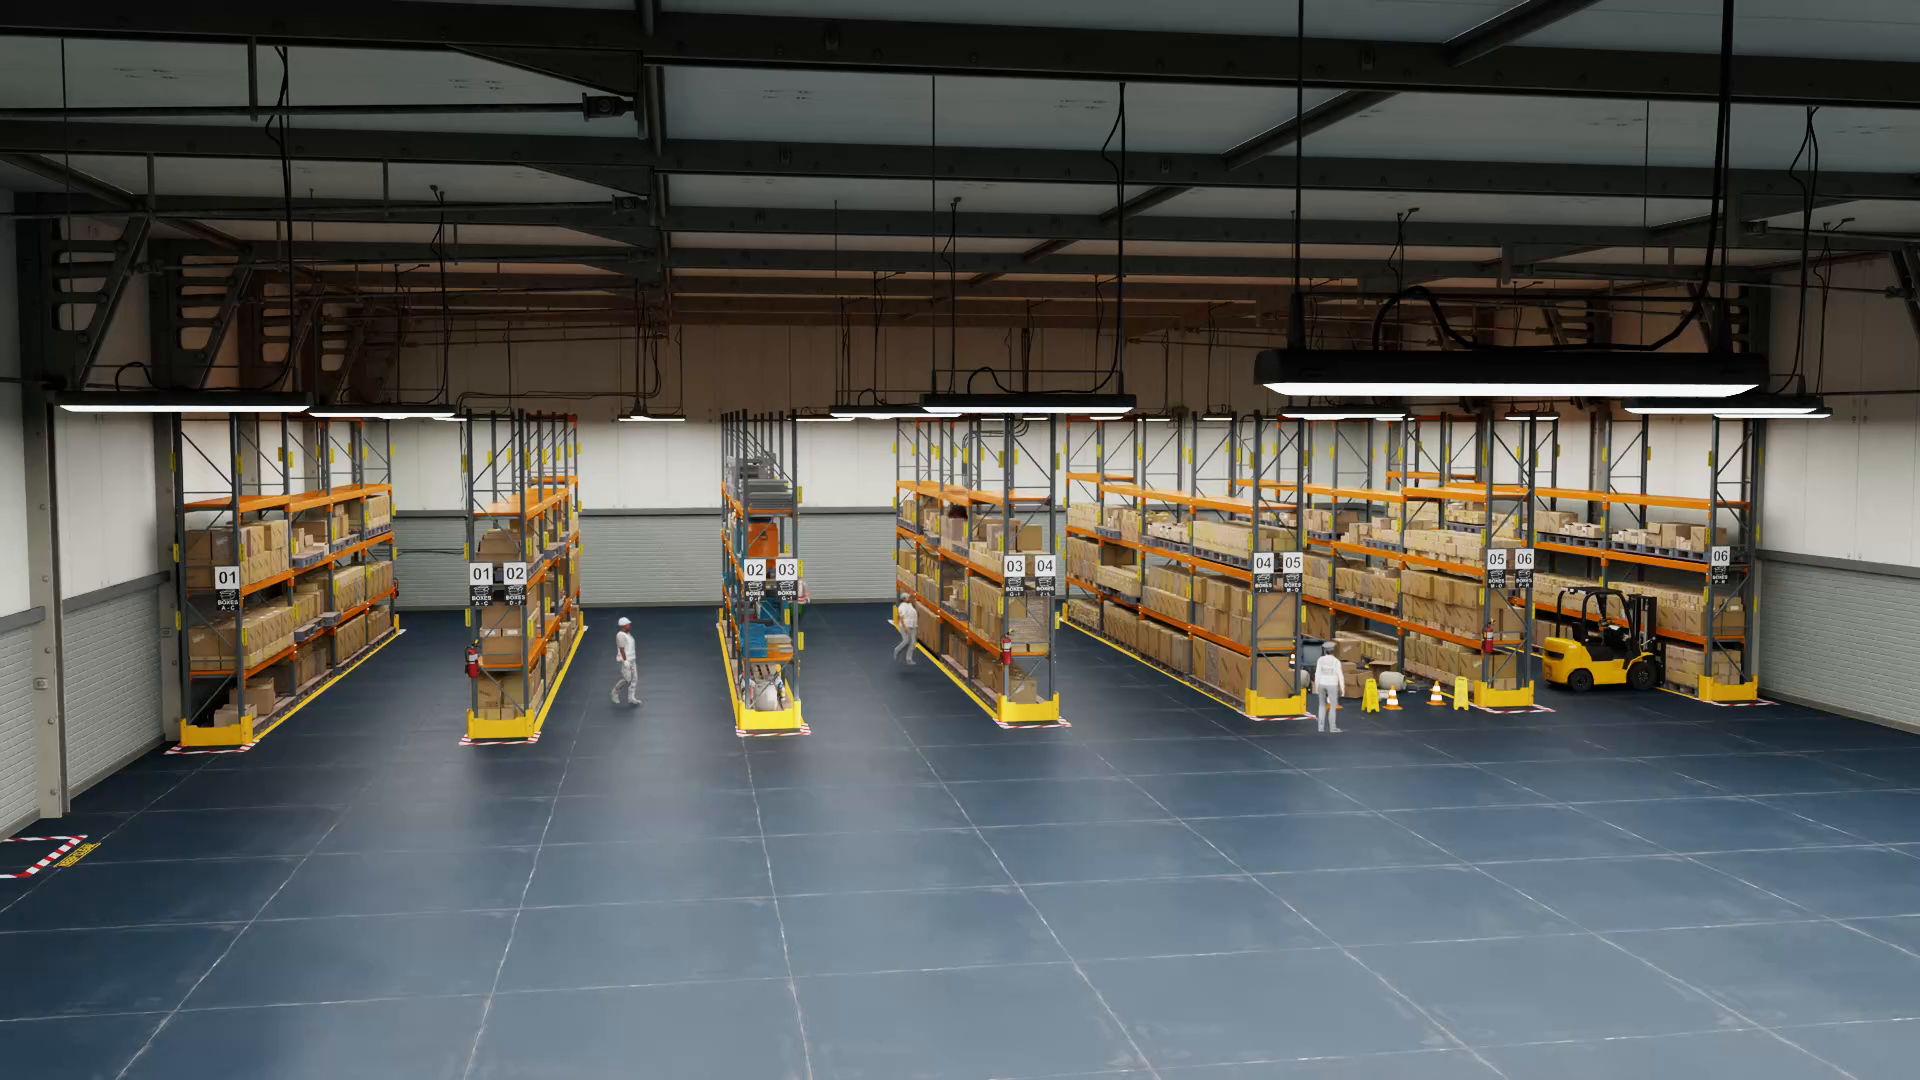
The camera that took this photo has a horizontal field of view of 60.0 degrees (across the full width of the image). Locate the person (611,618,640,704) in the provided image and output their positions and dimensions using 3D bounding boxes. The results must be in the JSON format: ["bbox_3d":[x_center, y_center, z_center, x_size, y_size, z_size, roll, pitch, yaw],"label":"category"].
[{"bbox_3d":[-6.844,2.469,34.094,0.618,1.775,0.605,1,4,16],"label":"person"}]

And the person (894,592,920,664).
[{"bbox_3d":[-1.212,2.037,38.422,0.515,1.656,0.517,-4,6,-44],"label":"person"}]

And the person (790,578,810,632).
[{"bbox_3d":[-4.428,1.744,45.049,0.677,1.813,0.877,-1,4,-10],"label":"person"}]

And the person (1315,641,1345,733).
[{"bbox_3d":[6.872,2.761,30.863,0.546,1.750,0.376,3,5,38],"label":"person"}]
